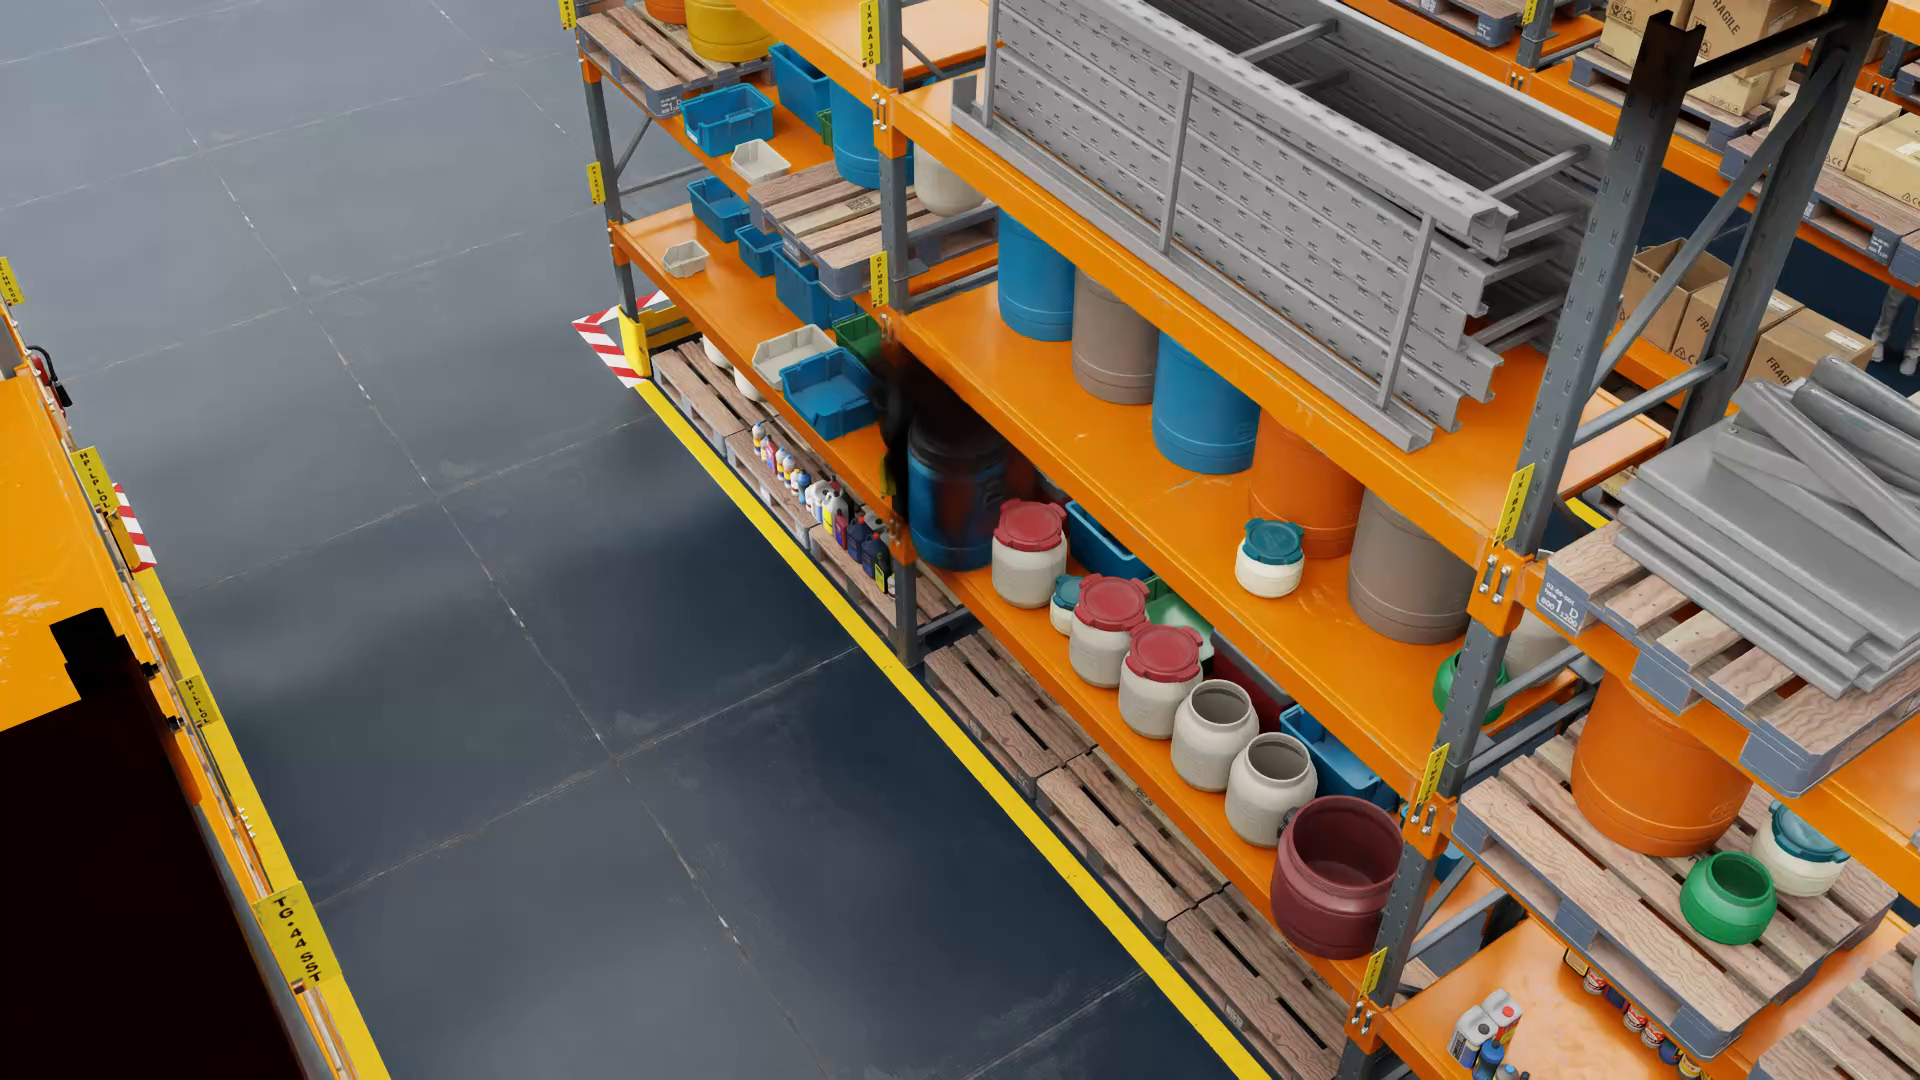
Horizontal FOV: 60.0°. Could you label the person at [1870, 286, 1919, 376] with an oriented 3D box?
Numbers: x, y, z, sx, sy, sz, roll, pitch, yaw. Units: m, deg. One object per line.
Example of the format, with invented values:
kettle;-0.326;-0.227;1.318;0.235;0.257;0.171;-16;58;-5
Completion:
person;7.448;-2.076;12.808;0.419;1.704;0.503;-34;52;-31
